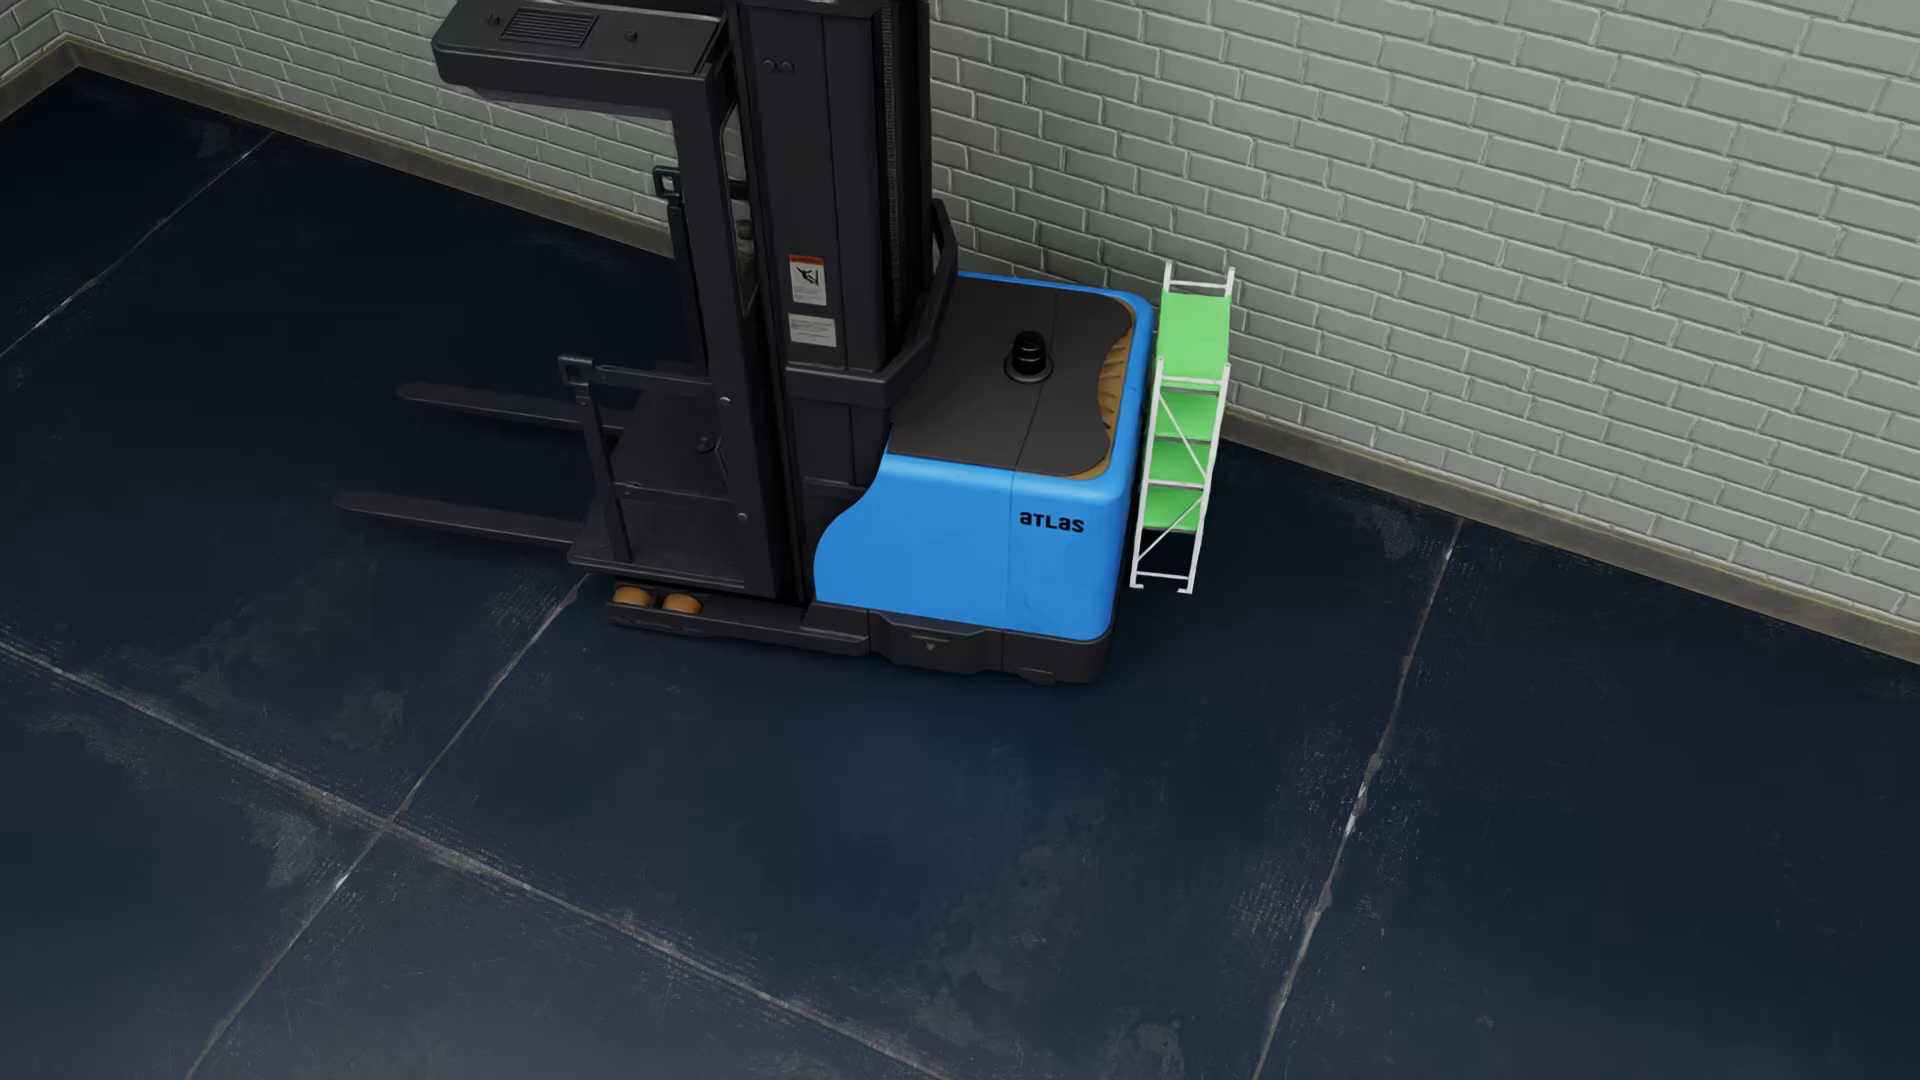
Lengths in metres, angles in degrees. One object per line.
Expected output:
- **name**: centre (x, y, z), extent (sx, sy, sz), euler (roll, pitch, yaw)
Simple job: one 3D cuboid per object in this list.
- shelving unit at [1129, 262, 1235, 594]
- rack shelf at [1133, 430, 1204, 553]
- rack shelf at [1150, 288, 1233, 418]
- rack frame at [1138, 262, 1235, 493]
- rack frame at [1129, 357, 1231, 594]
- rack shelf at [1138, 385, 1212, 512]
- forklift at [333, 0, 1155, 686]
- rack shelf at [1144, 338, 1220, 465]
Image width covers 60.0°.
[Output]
- **shelving unit**: centre (0.806, -0.384, 6.104), extent (0.258, 1.200, 0.503), euler (6, 50, 5)
- **rack shelf**: centre (0.806, -0.187, 6.335), extent (0.258, 0.148, 0.480), euler (6, 50, 5)
- **rack shelf**: centre (0.806, -0.653, 5.787), extent (0.258, 0.148, 0.480), euler (6, 50, 5)
- **rack frame**: centre (0.839, -0.568, 6.261), extent (0.240, 1.200, 0.015), euler (6, 50, 5)
- **rack frame**: centre (0.773, -0.200, 5.947), extent (0.240, 1.200, 0.015), euler (6, 50, 5)
- **rack shelf**: centre (0.806, -0.342, 6.153), extent (0.258, 0.148, 0.480), euler (6, 50, 5)
- **forklift**: centre (-0.865, -0.978, 5.473), extent (3.031, 2.935, 1.130), euler (8, 50, 7)
- **rack shelf**: centre (0.806, -0.498, 5.970), extent (0.258, 0.148, 0.480), euler (6, 50, 5)
